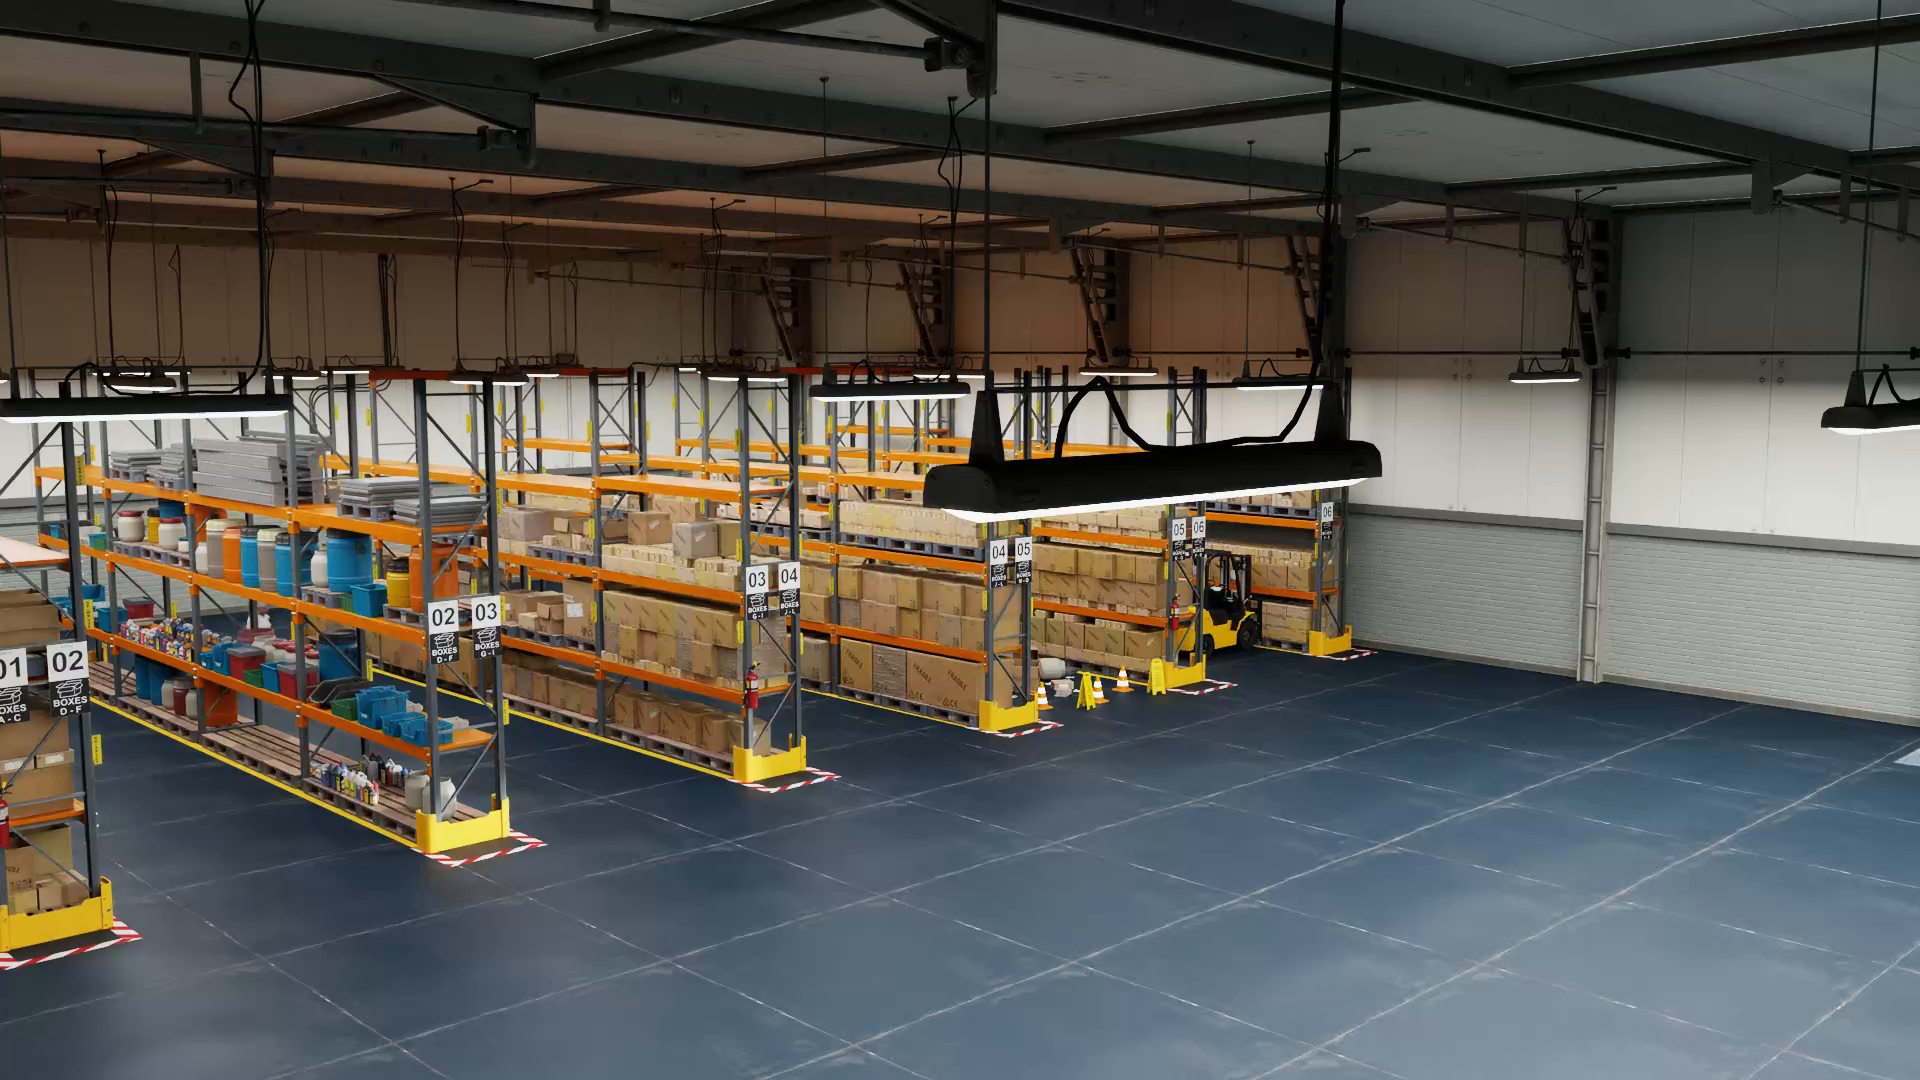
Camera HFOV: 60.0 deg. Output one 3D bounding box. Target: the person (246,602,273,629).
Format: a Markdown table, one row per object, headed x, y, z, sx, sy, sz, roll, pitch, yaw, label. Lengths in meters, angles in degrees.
| x | y | z | sx | sy | sz | roll | pitch | yaw | label |
| --- | --- | --- | --- | --- | --- | --- | --- | --- | --- |
| -13.293 | 1.963 | 31.646 | 0.529 | 1.648 | 0.552 | 4 | 8 | 32 | person |
